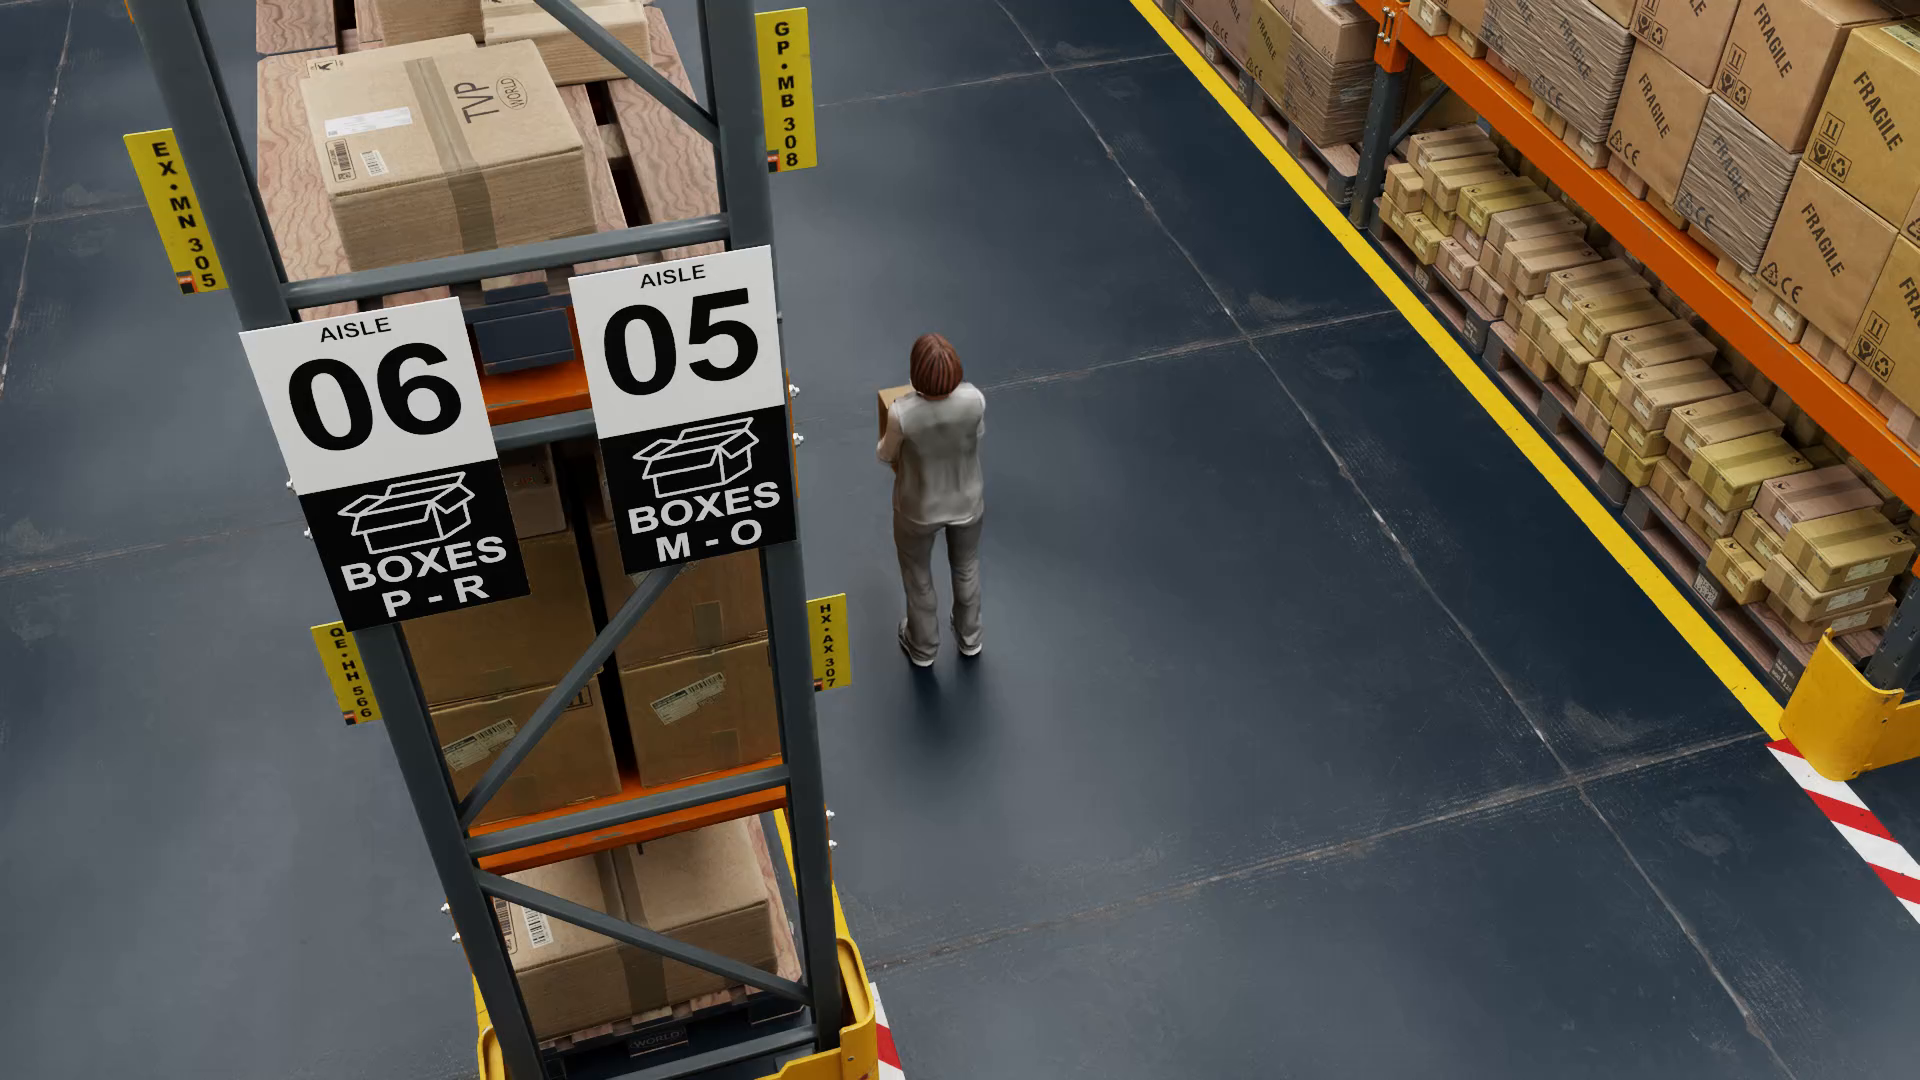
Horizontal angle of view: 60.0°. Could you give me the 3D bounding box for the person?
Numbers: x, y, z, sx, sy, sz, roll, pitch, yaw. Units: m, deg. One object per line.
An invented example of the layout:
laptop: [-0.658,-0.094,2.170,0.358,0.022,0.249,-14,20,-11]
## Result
person: [-0.111,-0.199,6.382,0.412,1.595,0.486,-10,44,-11]
